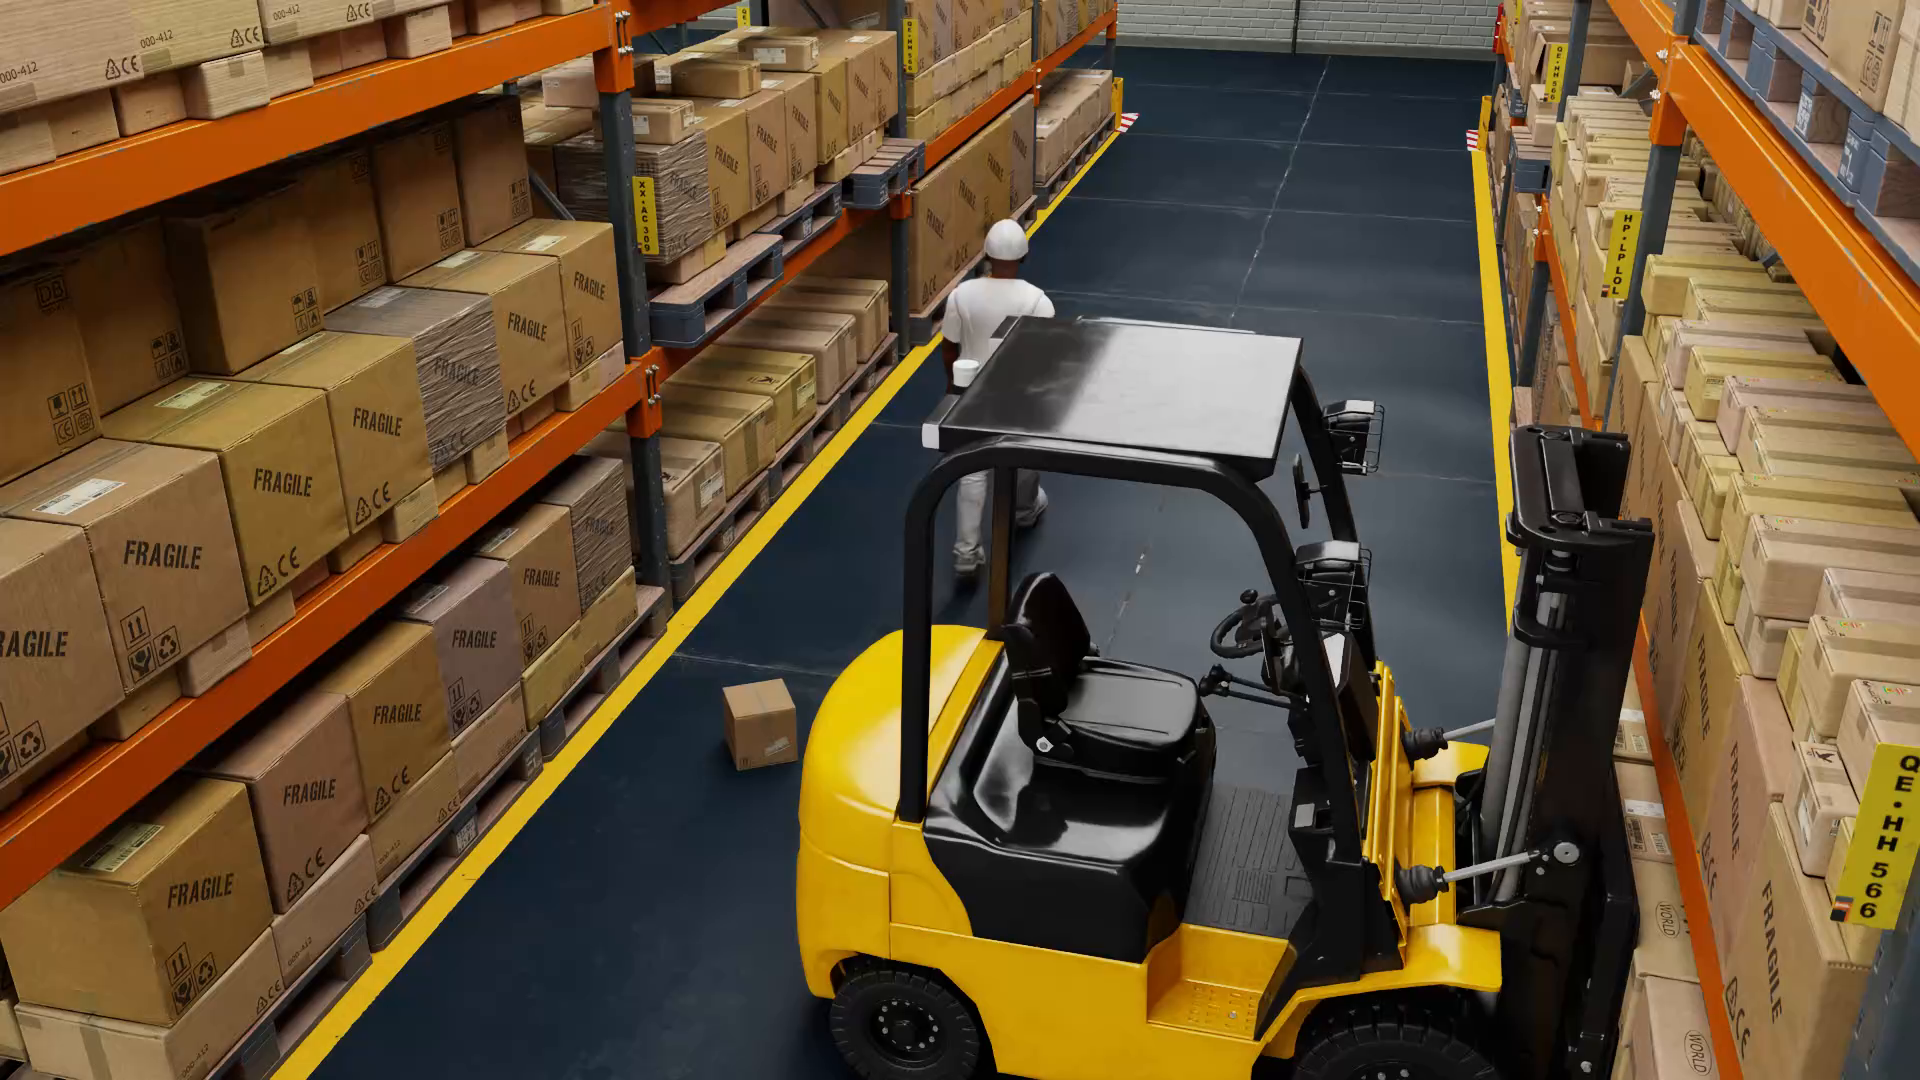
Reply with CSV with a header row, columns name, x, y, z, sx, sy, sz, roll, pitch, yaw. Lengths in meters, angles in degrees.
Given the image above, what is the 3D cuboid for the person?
name,x,y,z,sx,sy,sz,roll,pitch,yaw
person,0.204,-0.744,8.183,0.604,1.718,1.081,4,25,8
